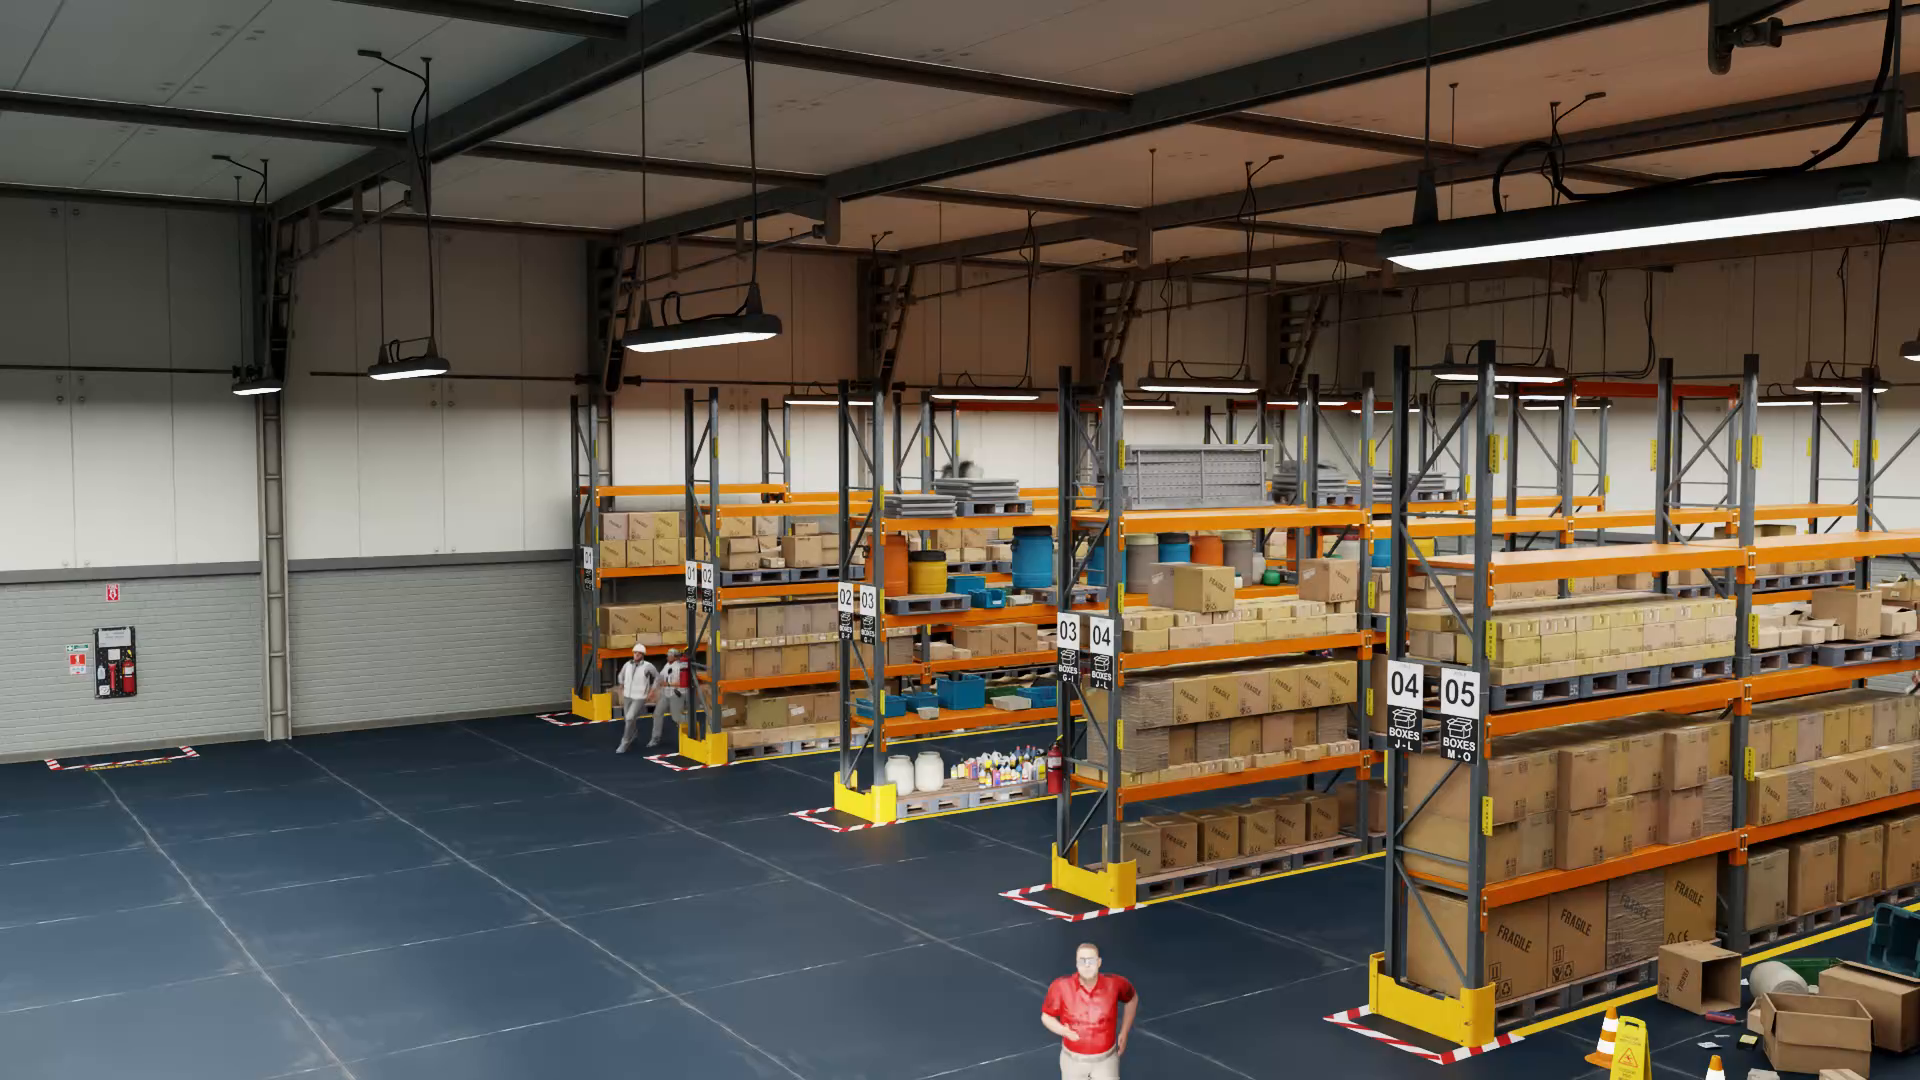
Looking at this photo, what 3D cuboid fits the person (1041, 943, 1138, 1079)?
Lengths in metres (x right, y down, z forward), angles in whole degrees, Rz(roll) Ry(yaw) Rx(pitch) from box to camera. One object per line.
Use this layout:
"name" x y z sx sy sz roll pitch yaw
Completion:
"person" 0.886 3.633 11.472 0.641 1.759 0.790 1 3 11

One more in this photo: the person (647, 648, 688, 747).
"person" -4.842 2.662 28.185 0.853 1.688 0.623 -3 5 -44

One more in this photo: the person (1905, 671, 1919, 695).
"person" 15.039 2.824 26.025 0.575 1.572 0.836 3 4 39

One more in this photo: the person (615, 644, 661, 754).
"person" -5.410 2.625 27.707 0.728 1.797 0.836 1 4 20
